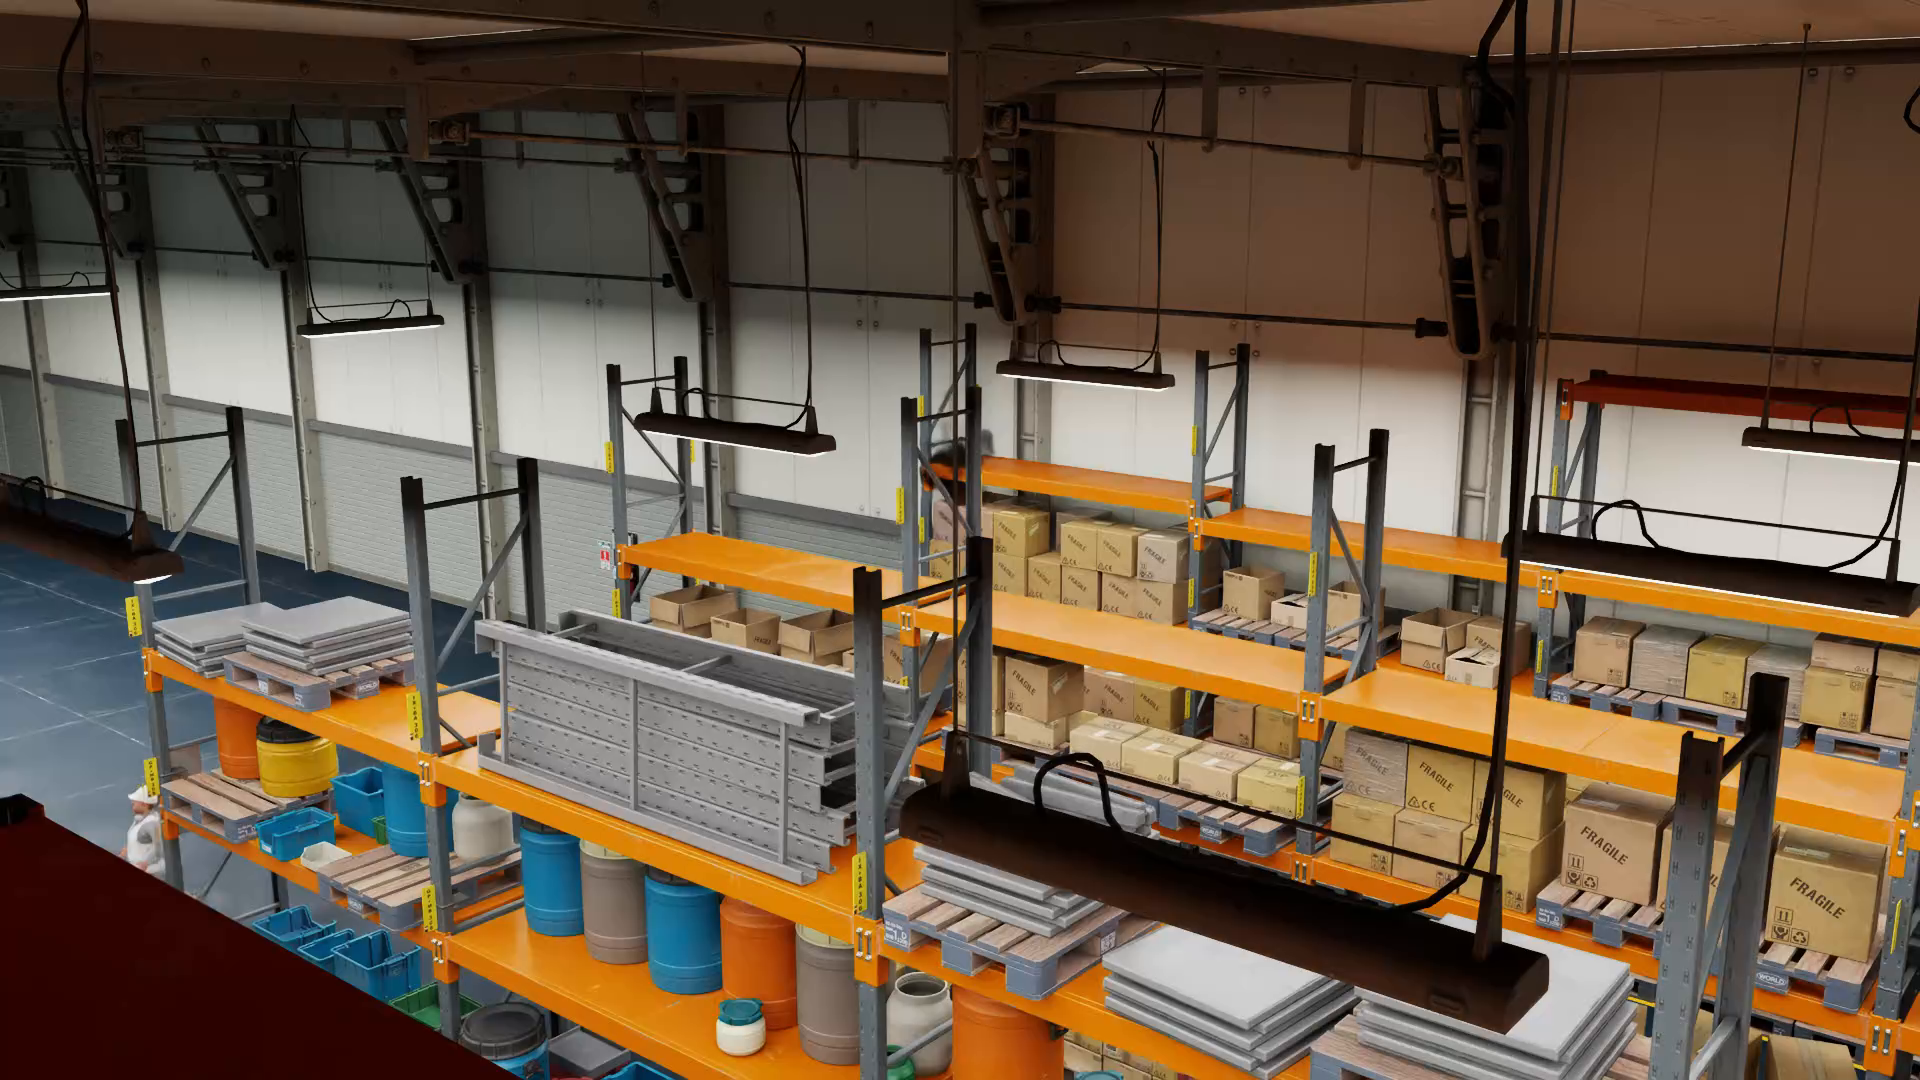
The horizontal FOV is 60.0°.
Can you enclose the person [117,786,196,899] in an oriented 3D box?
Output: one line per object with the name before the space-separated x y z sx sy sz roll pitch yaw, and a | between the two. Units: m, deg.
person | -8.439 3.400 17.322 0.808 1.737 0.677 -7 14 -28
